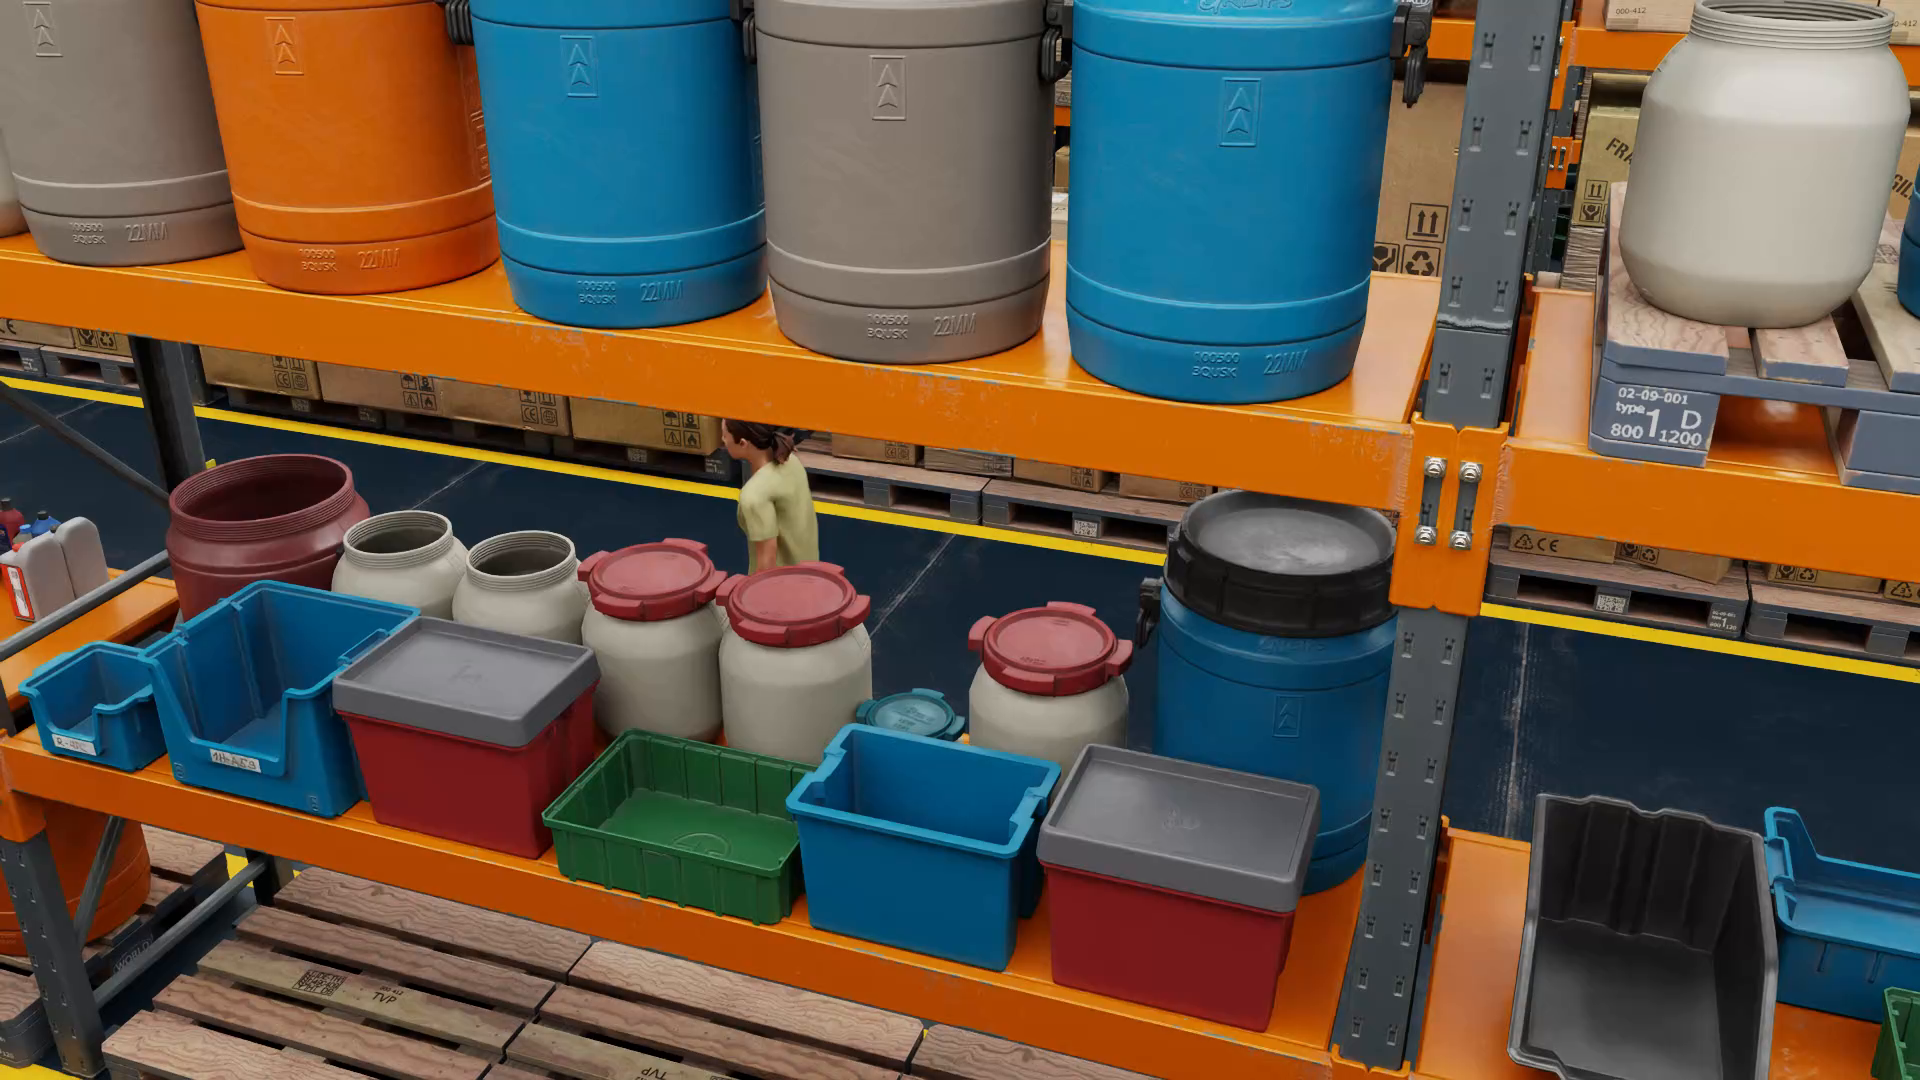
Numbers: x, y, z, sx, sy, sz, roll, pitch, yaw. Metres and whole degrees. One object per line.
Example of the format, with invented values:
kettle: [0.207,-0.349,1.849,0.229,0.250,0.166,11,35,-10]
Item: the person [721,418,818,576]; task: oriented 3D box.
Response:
person: [-0.756,0.207,6.687,0.361,1.672,0.521,7,27,14]
